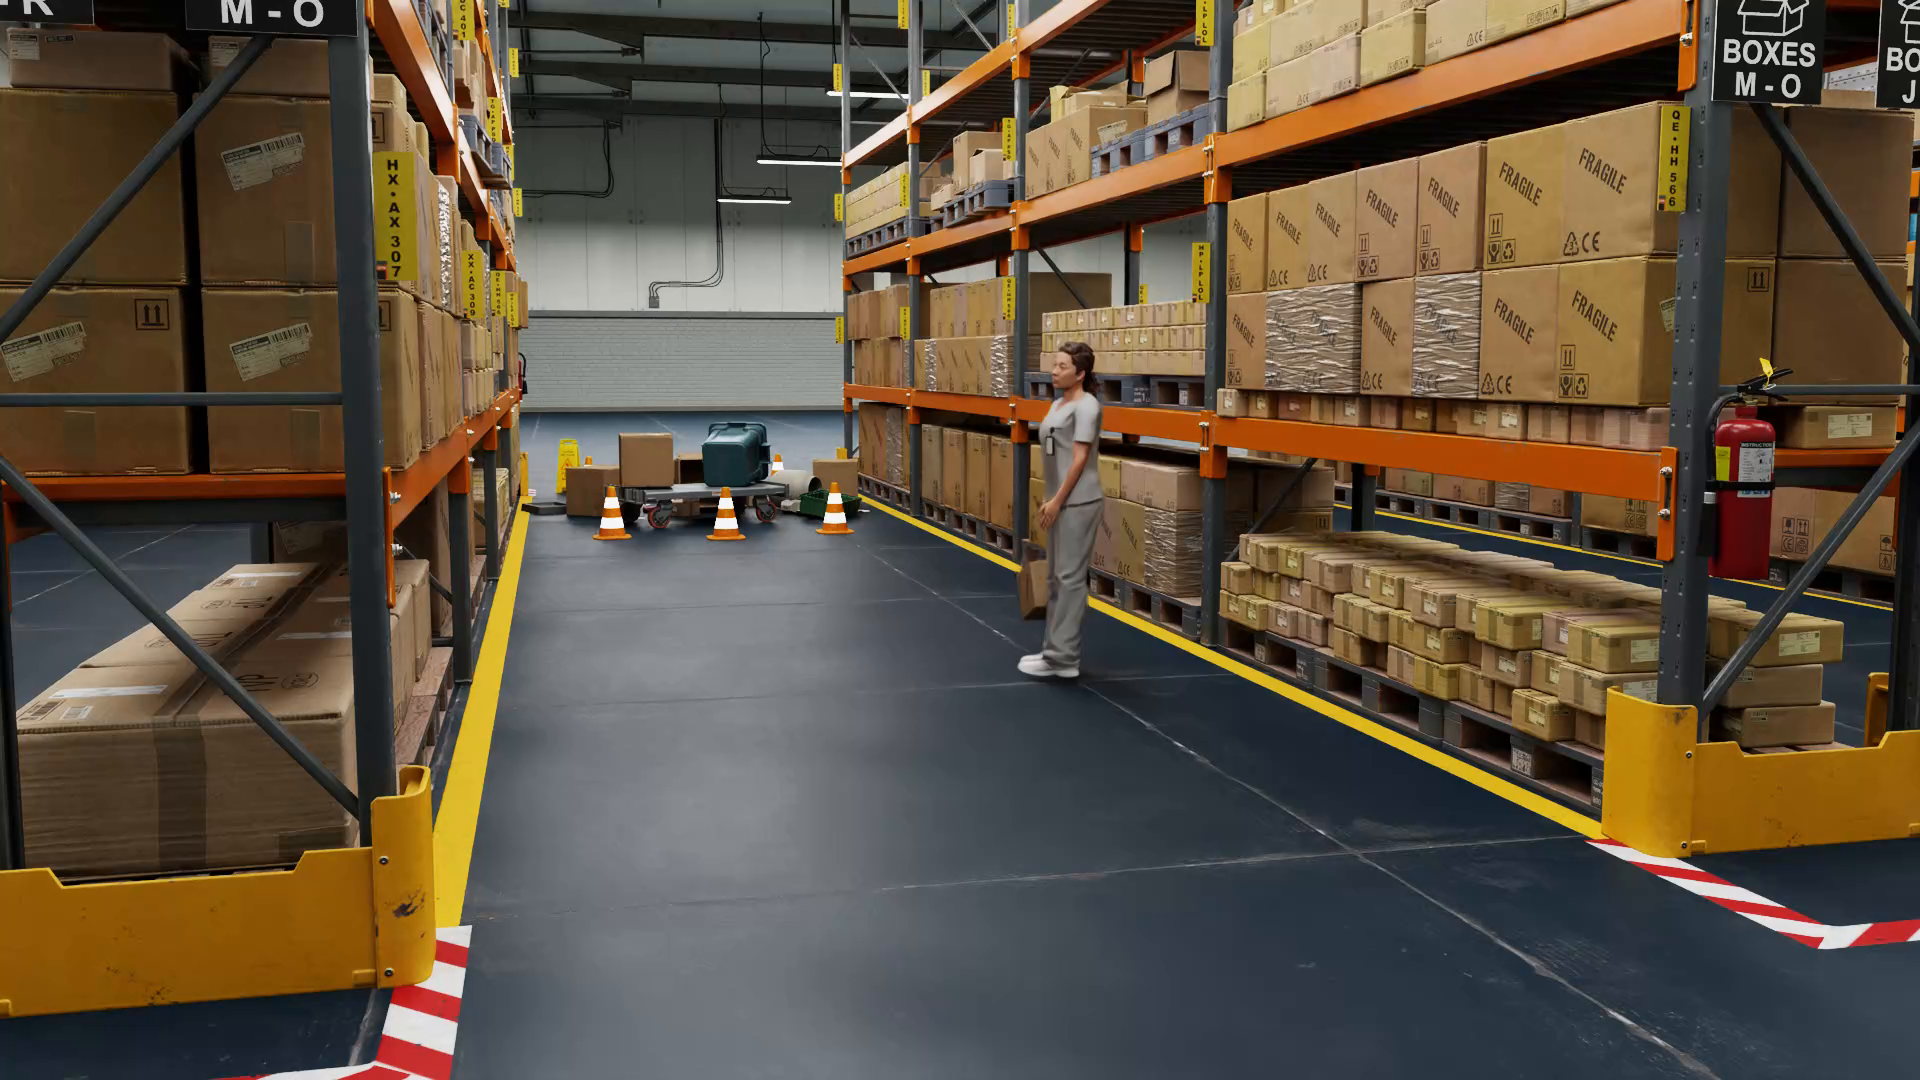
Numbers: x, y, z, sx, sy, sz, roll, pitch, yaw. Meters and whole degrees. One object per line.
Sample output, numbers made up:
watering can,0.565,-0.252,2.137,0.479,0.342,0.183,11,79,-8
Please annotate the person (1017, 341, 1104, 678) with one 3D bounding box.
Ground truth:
person,0.487,-0.154,8.357,0.452,1.684,0.511,-2,6,-17
